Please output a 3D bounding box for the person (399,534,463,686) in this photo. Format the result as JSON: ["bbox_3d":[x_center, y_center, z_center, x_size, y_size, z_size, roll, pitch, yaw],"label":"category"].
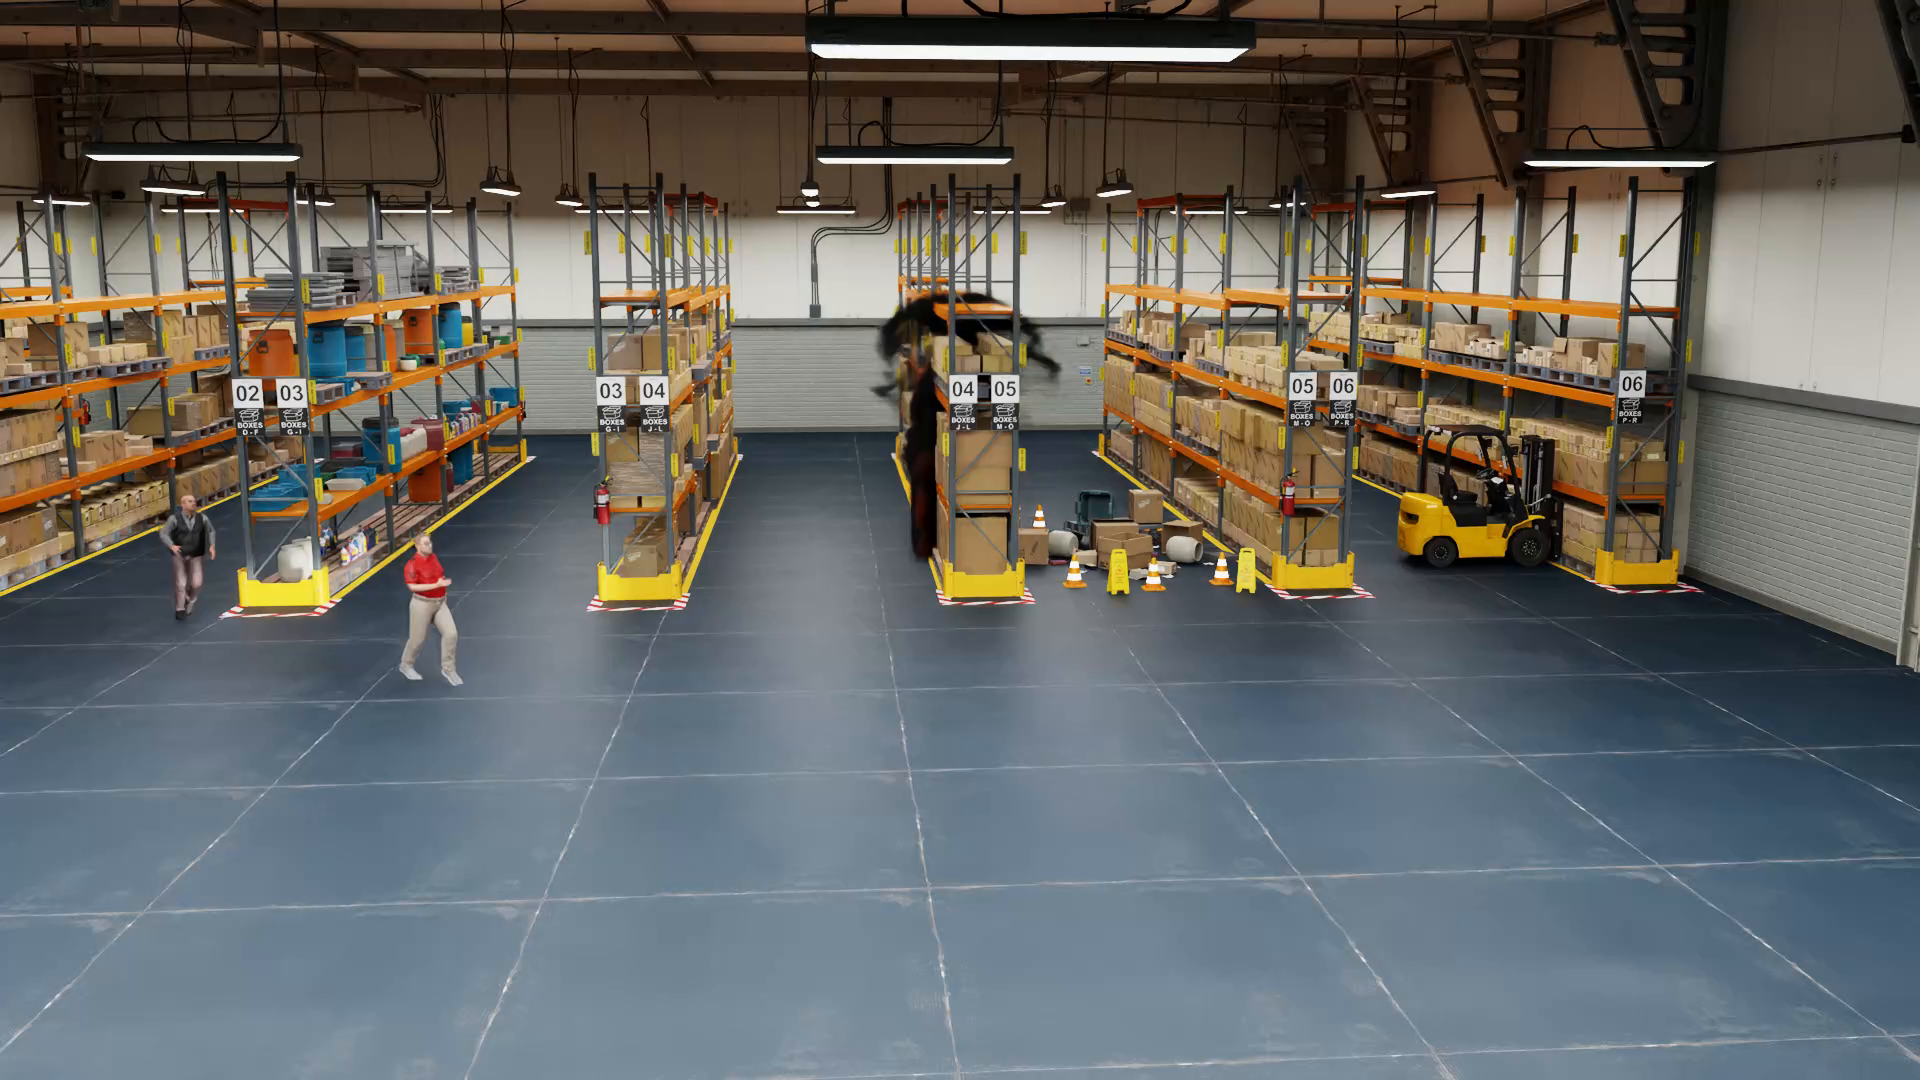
[{"bbox_3d":[-6.129,0.810,19.140,0.803,1.784,0.635,5,11,27],"label":"person"}]

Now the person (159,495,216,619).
[{"bbox_3d":[-10.440,0.231,22.583,0.727,1.673,0.518,-7,12,-34],"label":"person"}]

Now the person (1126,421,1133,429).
[{"bbox_3d":[4.311,-3.146,41.537,0.820,1.768,0.702,8,13,39],"label":"person"}]

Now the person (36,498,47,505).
[{"bbox_3d":[-16.964,-1.211,30.515,0.689,1.827,0.833,-2,10,-10],"label":"person"}]
